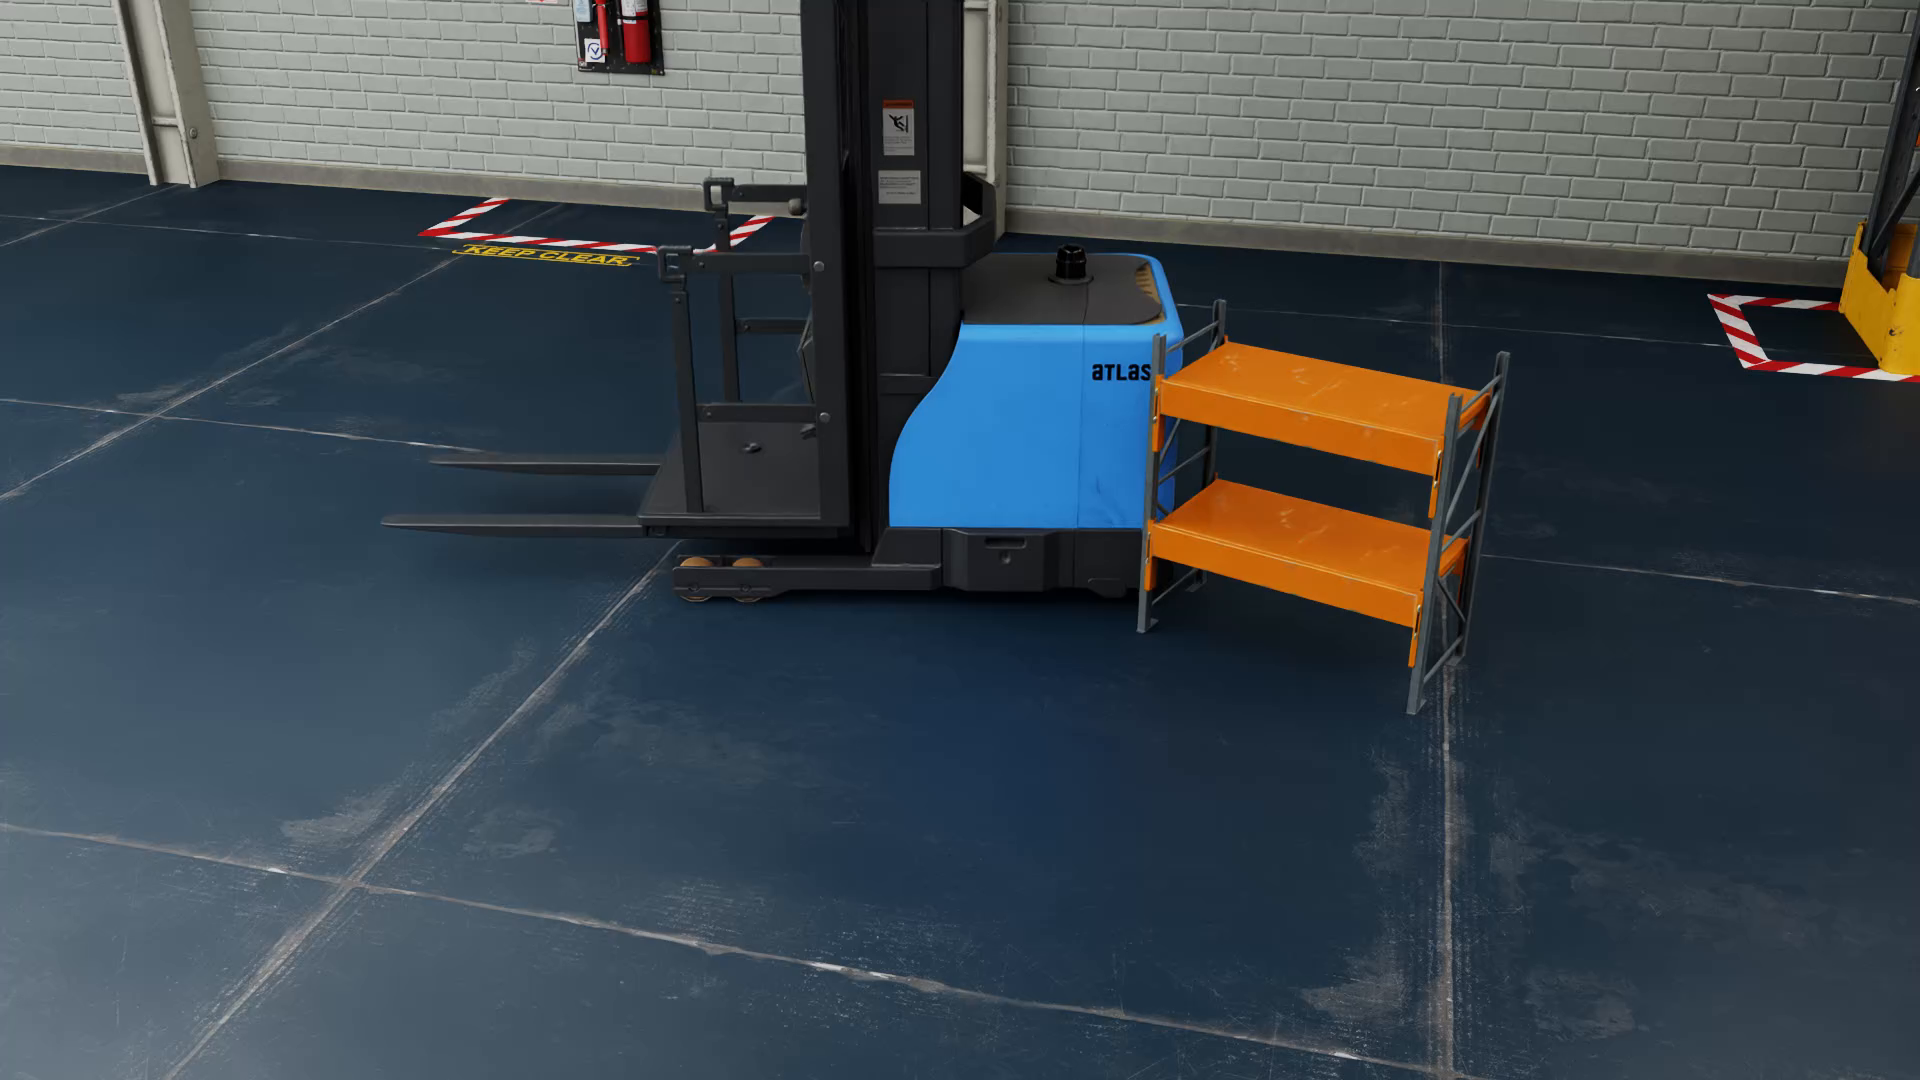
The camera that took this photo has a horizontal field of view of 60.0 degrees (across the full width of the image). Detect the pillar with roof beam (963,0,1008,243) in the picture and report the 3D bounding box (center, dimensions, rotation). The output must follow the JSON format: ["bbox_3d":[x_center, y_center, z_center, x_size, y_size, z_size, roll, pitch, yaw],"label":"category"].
[{"bbox_3d":[-0.999,-4.289,5.290,0.400,9.000,9.100,6,26,13],"label":"pillar with roof beam"}]

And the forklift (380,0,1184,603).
[{"bbox_3d":[-0.702,-1.314,6.101,3.031,2.935,1.130,0,25,1],"label":"forklift"}]

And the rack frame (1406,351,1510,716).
[{"bbox_3d":[1.639,-0.016,5.475,0.032,1.125,0.500,16,30,30],"label":"rack frame"}]

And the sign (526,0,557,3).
[{"bbox_3d":[-2.820,-3.771,11.140,0.234,0.329,0.001,6,26,13],"label":"sign"}]

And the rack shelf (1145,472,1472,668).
[{"bbox_3d":[1.218,0.082,5.838,1.000,0.278,0.538,16,30,30],"label":"rack shelf"}]

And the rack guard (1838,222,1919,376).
[{"bbox_3d":[5.064,-1.308,8.916,0.348,0.500,1.175,6,26,13],"label":"rack guard"}]

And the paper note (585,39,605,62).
[{"bbox_3d":[-2.465,-3.303,11.223,0.142,0.148,0.016,6,26,13],"label":"paper note"}]

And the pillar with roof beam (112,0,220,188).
[{"bbox_3d":[-6.810,-4.931,6.639,0.400,9.000,9.100,6,26,13],"label":"pillar with roof beam"}]

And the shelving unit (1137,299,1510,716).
[{"bbox_3d":[1.218,-0.139,5.732,1.048,1.125,0.538,16,30,30],"label":"shelving unit"}]

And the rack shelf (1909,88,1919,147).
[{"bbox_3d":[6.928,-1.906,8.101,4.000,0.370,1.077,6,26,13],"label":"rack shelf"}]

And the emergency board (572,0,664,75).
[{"bbox_3d":[-2.311,-3.653,10.933,0.643,1.169,0.194,6,26,13],"label":"emergency board"}]

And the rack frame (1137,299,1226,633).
[{"bbox_3d":[0.798,-0.261,5.990,0.032,1.125,0.500,16,30,30],"label":"rack frame"}]

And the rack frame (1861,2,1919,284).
[{"bbox_3d":[4.991,-2.445,8.396,0.127,3.000,1.000,6,26,13],"label":"rack frame"}]

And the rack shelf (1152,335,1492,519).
[{"bbox_3d":[1.218,-0.403,5.607,1.000,0.278,0.538,16,30,30],"label":"rack shelf"}]
